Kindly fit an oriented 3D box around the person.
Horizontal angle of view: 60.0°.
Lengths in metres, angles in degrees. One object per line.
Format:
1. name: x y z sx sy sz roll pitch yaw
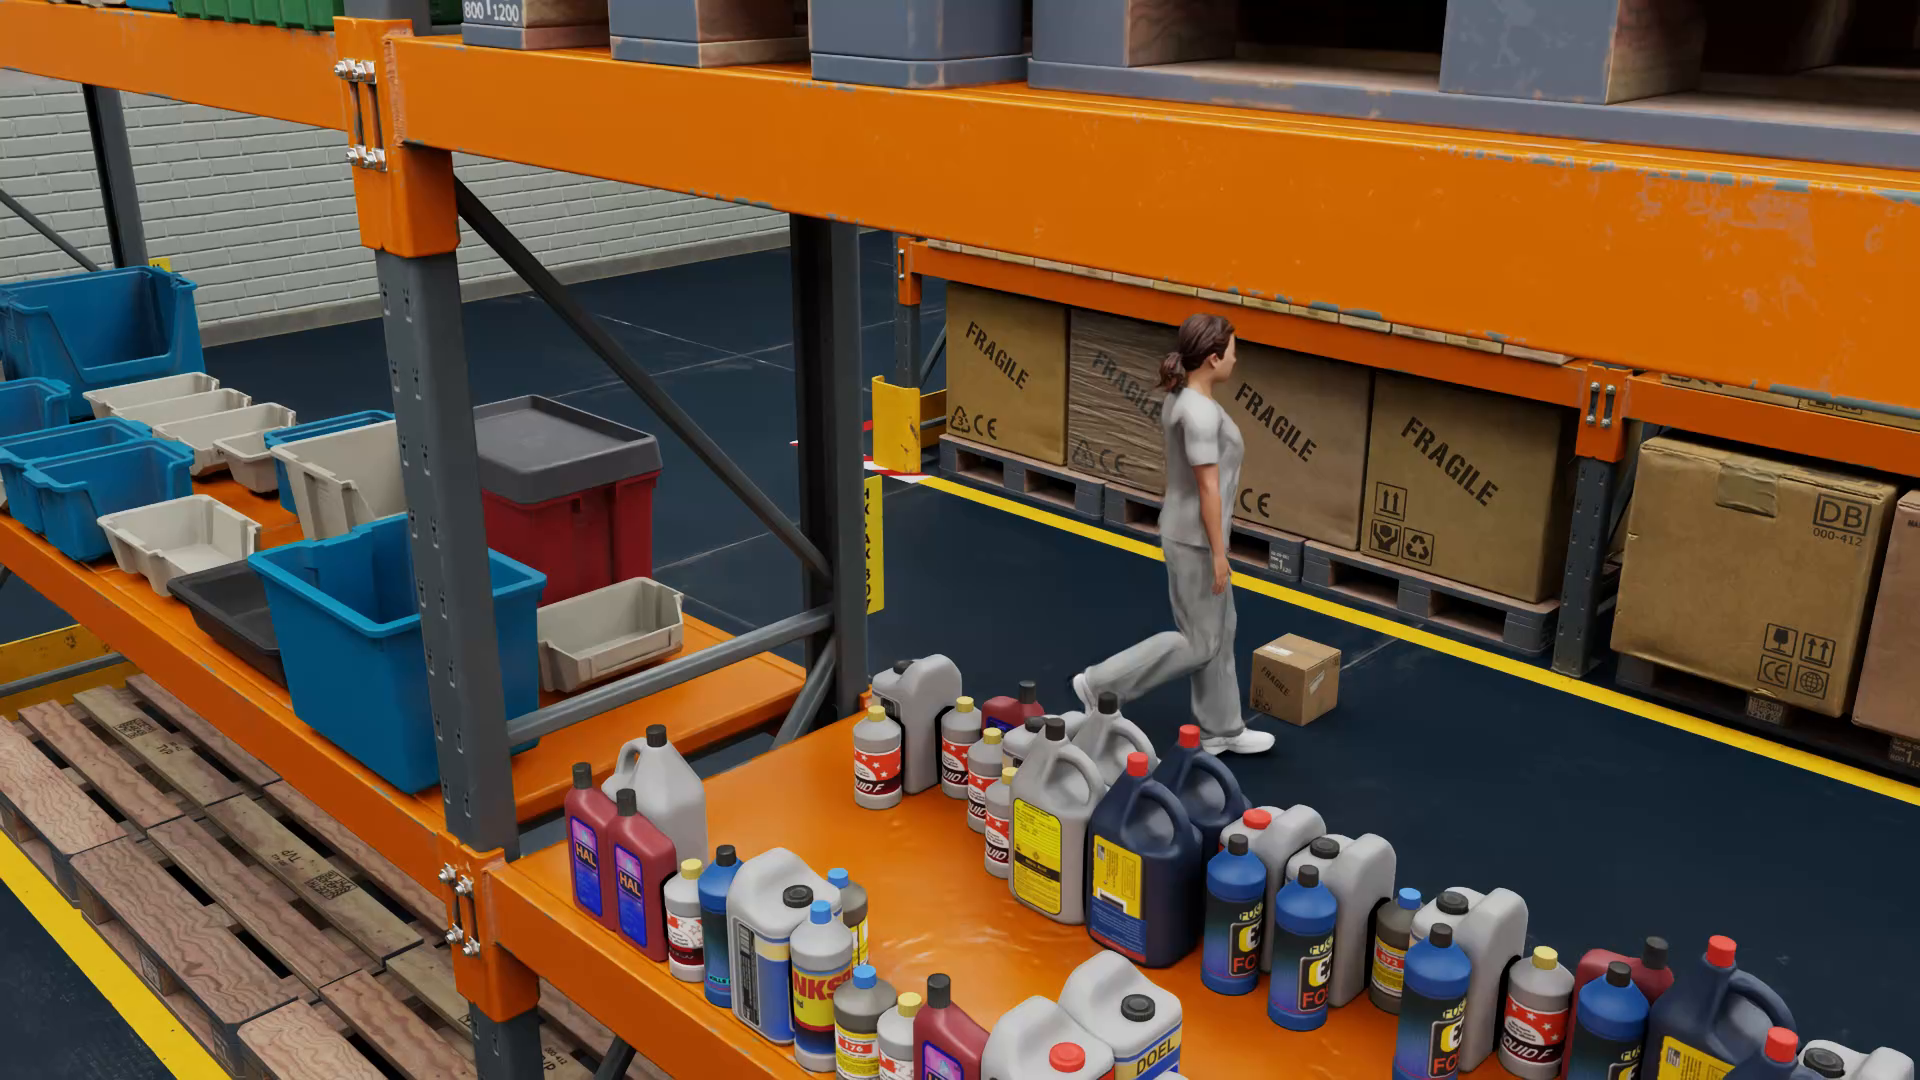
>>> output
1. person: 0.808 0.006 6.044 0.767 1.661 0.513 1 21 1
